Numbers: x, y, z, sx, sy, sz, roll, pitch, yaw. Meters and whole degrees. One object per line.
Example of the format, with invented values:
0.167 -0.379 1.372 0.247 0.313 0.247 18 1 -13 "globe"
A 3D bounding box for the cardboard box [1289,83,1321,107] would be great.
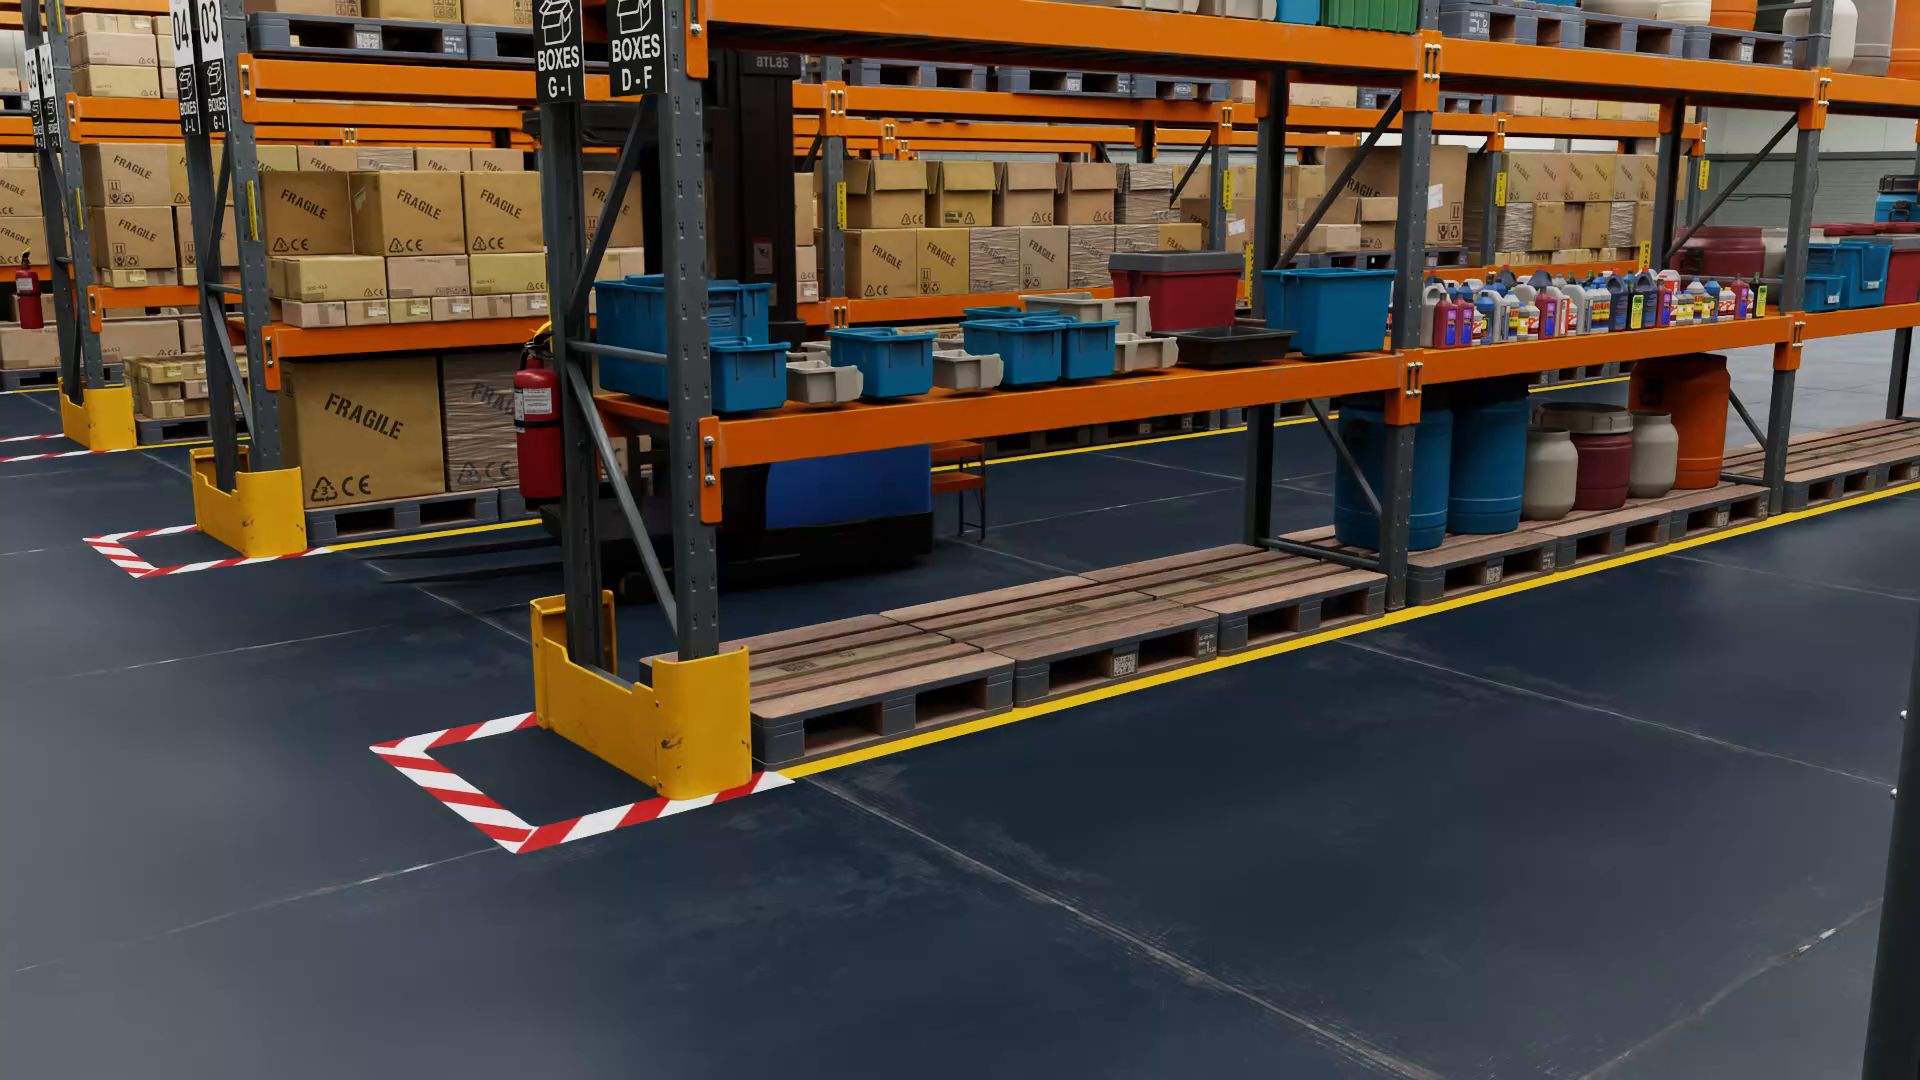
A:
2.865 -3.992 14.845 0.500 0.250 0.500 -9 15 -36 "cardboard box"

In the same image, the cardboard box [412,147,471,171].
-4.804 -3.321 15.182 0.500 0.500 0.500 -10 16 -39 "cardboard box"

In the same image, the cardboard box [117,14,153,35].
-6.723 -4.160 13.473 0.250 0.149 0.380 -9 15 -35 "cardboard box"

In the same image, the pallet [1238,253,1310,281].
2.428 -2.527 15.272 1.003 0.211 1.213 -9 15 -38 "pallet"

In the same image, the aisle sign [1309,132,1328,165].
5.033 -5.697 23.476 0.004 0.787 0.394 -9 15 -38 "aisle sign"

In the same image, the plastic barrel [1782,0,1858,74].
5.466 -3.221 10.584 0.421 0.512 0.421 0 12 0 "plastic barrel"

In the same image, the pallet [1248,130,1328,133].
4.592 -5.693 22.710 1.213 0.211 1.003 -9 15 -38 "pallet"

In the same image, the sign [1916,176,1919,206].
1.546 -0.680 2.560 0.005 0.325 0.100 -9 15 -38 "sign"

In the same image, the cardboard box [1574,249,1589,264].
6.580 -3.084 18.034 0.250 0.149 0.380 -9 15 -38 "cardboard box"

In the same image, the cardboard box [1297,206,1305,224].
4.488 -4.310 22.844 0.550 0.550 0.875 -9 15 -38 "cardboard box"

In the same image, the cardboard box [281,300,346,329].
-3.826 -1.343 9.837 0.250 0.149 0.380 -9 15 -37 "cardboard box"

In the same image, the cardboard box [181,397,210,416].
-6.566 -1.165 14.247 0.250 0.149 0.380 -10 15 -38 "cardboard box"

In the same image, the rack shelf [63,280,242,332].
-5.767 -2.199 14.993 4.000 0.370 1.077 -9 15 -38 "rack shelf"

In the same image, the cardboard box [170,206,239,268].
-6.403 -2.572 14.065 0.500 0.500 0.500 -9 15 -38 "cardboard box"

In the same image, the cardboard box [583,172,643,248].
-2.512 -2.280 11.483 0.500 0.500 0.500 -10 16 -39 "cardboard box"

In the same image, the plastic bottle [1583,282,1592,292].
3.582 -1.334 9.499 0.097 0.271 0.097 0 12 0 "plastic bottle"

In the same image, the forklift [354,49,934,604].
-1.682 -1.230 8.863 3.031 2.935 1.130 -7 14 -30 "forklift"

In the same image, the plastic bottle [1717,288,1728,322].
4.625 -1.435 10.142 0.097 0.201 0.097 0 12 0 "plastic bottle"

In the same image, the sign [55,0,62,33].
-6.990 -4.098 12.880 0.005 0.325 0.100 -9 15 -38 "sign"

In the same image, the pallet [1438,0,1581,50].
2.460 -2.682 8.769 1.003 0.211 1.213 -9 15 -38 "pallet"

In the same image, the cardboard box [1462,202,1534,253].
5.451 -3.273 17.366 0.500 0.500 0.875 -9 15 -38 "cardboard box"

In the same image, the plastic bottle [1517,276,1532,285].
3.409 -1.464 10.100 0.135 0.276 0.152 -9 15 -38 "plastic bottle"

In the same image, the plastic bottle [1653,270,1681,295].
4.587 -1.619 10.831 0.135 0.276 0.152 -9 15 -38 "plastic bottle"

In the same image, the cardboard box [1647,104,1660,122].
7.579 -4.774 18.532 0.500 0.250 0.500 -9 15 -37 "cardboard box"

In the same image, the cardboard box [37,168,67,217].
-9.548 -3.703 17.698 0.500 0.500 0.500 -10 16 -39 "cardboard box"

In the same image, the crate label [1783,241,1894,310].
5.977 -1.811 11.349 0.616 0.435 0.502 -9 15 -38 "crate label"

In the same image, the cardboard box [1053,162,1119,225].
0.846 -2.875 13.790 0.637 0.503 0.797 -9 15 -36 "cardboard box"

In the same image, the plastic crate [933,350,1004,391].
0.015 -0.665 6.531 0.298 0.136 0.250 -9 15 -38 "plastic crate"

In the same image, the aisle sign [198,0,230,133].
-4.178 -2.687 9.303 0.004 0.787 0.394 -9 15 -38 "aisle sign"

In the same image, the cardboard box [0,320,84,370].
-10.047 -2.135 18.118 0.875 0.438 0.875 -10 16 -40 "cardboard box"

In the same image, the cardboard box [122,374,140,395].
-7.095 -1.362 14.459 0.250 0.149 0.380 -10 16 -39 "cardboard box"

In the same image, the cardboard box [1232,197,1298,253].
2.708 -2.931 15.459 0.500 0.500 0.700 -7 14 -29 "cardboard box"

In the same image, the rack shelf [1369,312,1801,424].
3.470 -1.097 9.804 4.000 0.370 1.077 -9 15 -38 "rack shelf"

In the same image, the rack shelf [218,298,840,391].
-2.747 -1.381 11.143 4.000 0.370 1.077 -9 15 -38 "rack shelf"

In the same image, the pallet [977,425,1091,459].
0.323 -0.900 13.859 1.213 0.211 1.003 -9 15 -38 "pallet"

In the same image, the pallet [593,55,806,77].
-1.831 -3.312 11.496 1.213 0.211 1.003 -9 15 -38 "pallet"

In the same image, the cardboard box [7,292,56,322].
-12.375 -3.037 22.215 0.500 0.500 0.700 -9 15 -35 "cardboard box"

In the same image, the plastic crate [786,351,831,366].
-0.691 -0.706 6.721 0.243 0.136 0.396 -9 15 -38 "plastic crate"

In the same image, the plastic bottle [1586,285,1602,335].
3.520 -1.285 9.270 0.097 0.271 0.097 0 12 0 "plastic bottle"

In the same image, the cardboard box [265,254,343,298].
-4.096 -1.652 10.330 0.500 0.250 0.500 -10 15 -39 "cardboard box"

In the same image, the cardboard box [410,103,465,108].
-4.817 -4.034 15.042 0.500 0.250 0.500 -9 15 -38 "cardboard box"

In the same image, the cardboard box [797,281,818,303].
-1.219 -1.777 11.880 0.250 0.149 0.380 -9 15 -37 "cardboard box"

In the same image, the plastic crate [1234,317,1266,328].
1.456 -1.052 8.353 0.243 0.136 0.396 -9 15 -38 "plastic crate"

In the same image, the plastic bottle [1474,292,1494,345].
2.720 -1.152 8.644 0.097 0.271 0.097 0 12 0 "plastic bottle"

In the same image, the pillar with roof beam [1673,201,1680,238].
23.898 -12.146 45.666 0.548 9.000 9.100 -9 15 -38 "pillar with roof beam"

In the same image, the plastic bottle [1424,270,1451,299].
2.656 -1.338 9.327 0.185 0.351 0.144 -9 15 -38 "plastic bottle"

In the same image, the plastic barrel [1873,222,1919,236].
7.271 -2.205 12.965 0.433 0.535 0.433 0 12 0 "plastic barrel"

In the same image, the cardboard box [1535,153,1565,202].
5.961 -3.796 17.422 0.500 0.500 0.500 -9 15 -38 "cardboard box"

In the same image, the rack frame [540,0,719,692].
-1.215 -0.670 6.063 0.127 3.000 1.000 -9 15 -38 "rack frame"

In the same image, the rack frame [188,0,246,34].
-4.309 -4.408 9.223 0.127 3.000 1.000 -9 15 -38 "rack frame"

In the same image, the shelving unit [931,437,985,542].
-0.119 -0.567 9.907 0.503 1.200 0.258 -9 15 -37 "shelving unit"

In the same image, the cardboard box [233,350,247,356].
-6.477 -1.604 14.879 0.250 0.149 0.380 -10 16 -40 "cardboard box"

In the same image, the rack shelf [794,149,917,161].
-2.672 -6.817 29.523 4.000 0.370 1.077 -9 15 -38 "rack shelf"

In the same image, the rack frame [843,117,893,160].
-1.082 -3.329 18.585 0.127 3.000 1.000 -9 15 -38 "rack frame"

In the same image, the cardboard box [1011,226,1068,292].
0.513 -2.259 13.303 0.500 0.500 0.500 -9 15 -37 "cardboard box"

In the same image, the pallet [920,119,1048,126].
0.259 -4.942 19.413 1.213 0.211 1.003 -9 15 -35 "pallet"
